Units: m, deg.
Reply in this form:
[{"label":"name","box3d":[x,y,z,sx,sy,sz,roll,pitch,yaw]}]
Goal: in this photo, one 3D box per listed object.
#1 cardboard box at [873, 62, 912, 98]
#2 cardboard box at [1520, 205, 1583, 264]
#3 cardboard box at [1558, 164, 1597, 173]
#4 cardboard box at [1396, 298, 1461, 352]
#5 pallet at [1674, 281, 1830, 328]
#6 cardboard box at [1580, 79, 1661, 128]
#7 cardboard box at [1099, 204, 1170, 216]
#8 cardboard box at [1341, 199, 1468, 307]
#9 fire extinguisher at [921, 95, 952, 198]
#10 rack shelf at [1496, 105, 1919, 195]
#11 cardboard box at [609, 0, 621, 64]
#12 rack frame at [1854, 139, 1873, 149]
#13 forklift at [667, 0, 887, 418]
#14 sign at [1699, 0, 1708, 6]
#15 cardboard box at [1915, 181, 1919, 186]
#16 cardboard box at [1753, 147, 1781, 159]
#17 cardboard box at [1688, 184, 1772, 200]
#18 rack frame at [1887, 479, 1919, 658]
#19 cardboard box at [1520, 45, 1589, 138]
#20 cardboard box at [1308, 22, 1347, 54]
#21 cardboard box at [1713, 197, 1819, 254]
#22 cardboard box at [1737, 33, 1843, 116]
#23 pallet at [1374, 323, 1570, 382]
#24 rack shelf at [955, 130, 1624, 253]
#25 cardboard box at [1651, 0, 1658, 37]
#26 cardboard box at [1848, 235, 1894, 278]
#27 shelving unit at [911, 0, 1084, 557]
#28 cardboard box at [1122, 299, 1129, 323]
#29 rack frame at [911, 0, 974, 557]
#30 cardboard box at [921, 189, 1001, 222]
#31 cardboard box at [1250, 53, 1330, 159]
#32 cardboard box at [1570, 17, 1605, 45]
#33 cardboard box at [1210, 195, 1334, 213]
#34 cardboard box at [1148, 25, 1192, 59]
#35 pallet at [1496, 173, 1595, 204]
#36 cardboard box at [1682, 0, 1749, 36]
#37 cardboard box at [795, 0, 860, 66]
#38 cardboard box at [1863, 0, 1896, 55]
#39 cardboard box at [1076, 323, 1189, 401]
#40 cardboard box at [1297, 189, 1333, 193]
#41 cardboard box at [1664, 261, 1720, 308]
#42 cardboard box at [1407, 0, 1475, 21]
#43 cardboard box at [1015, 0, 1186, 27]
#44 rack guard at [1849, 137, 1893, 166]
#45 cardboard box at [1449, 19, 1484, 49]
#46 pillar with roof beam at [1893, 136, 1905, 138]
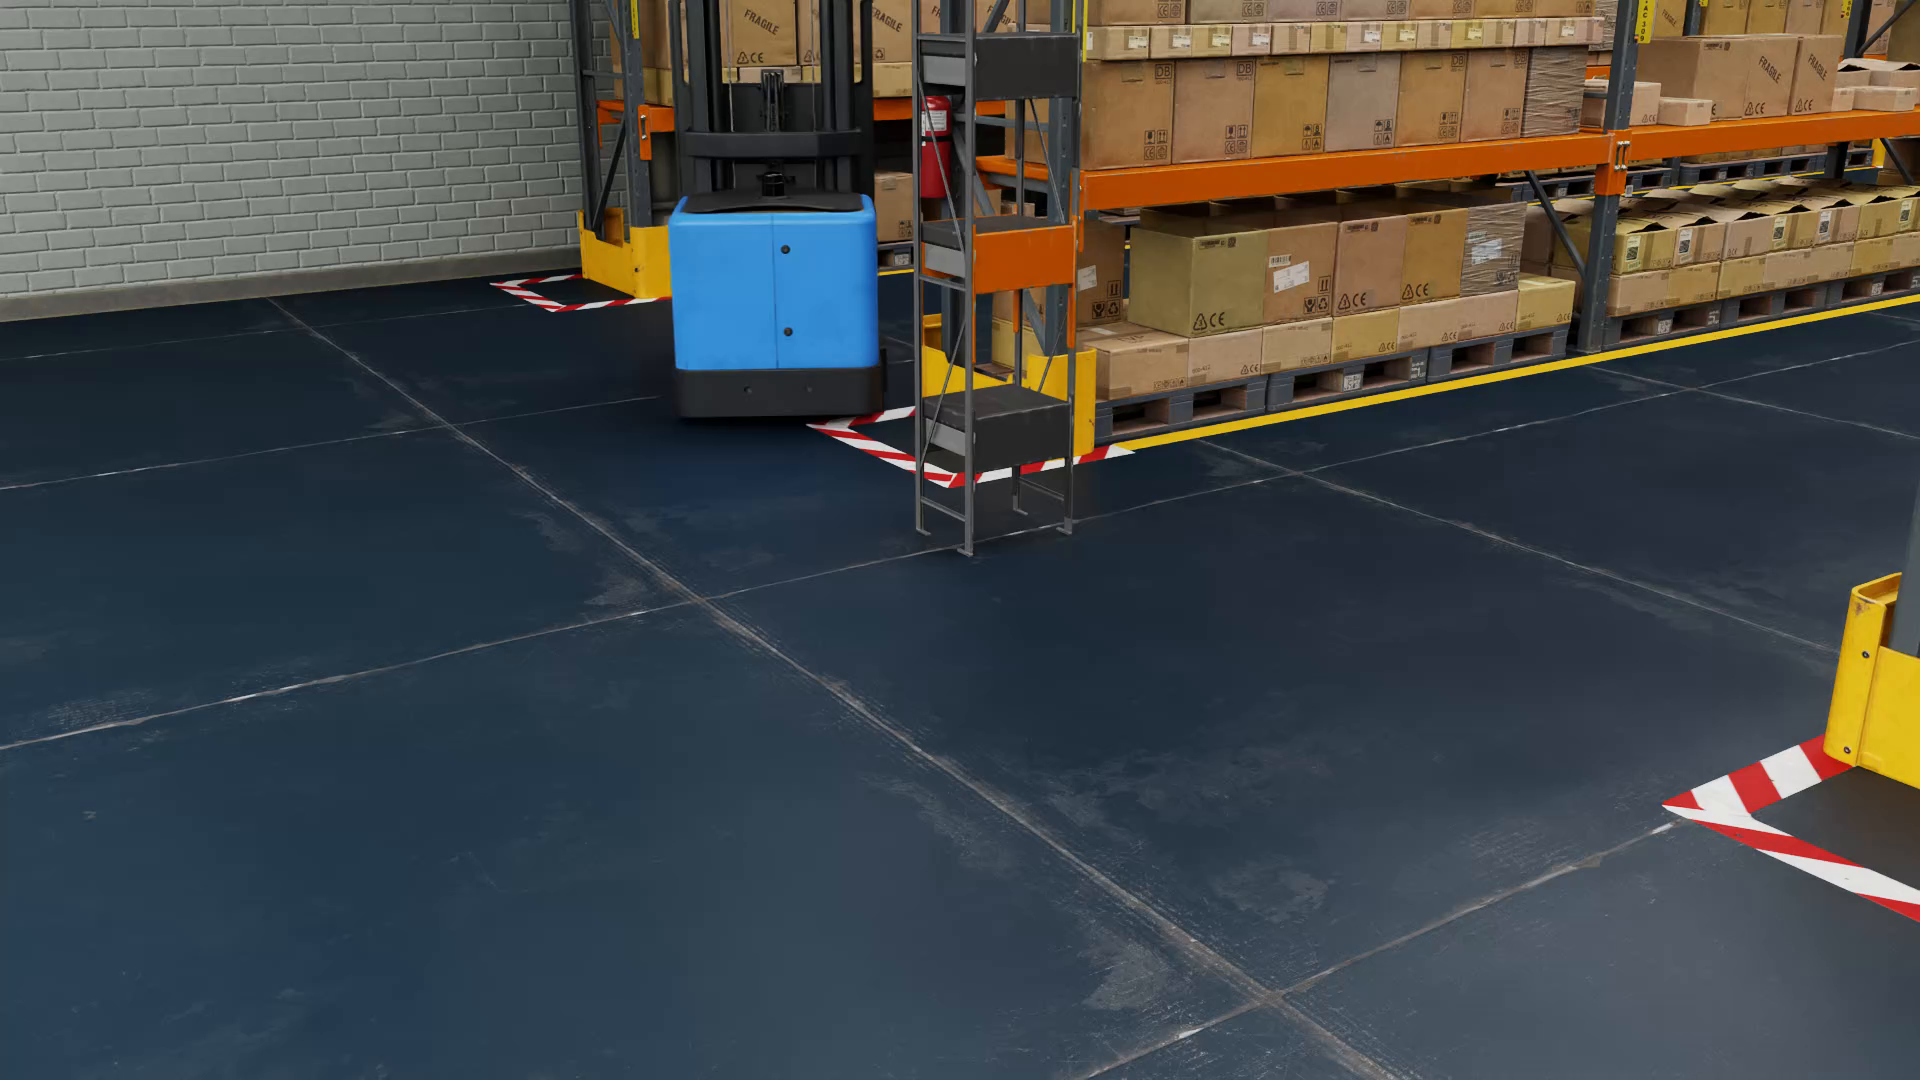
[{"label":"cardboard box","box3d":[-0.642,-3.509,12.643,0.500,0.250,0.500,-12,22,-31]},{"label":"cardboard box","box3d":[3.747,-1.988,10.703,0.500,0.311,0.500,-12,22,-31]},{"label":"cardboard box","box3d":[6.308,-4.285,17.437,0.750,0.750,0.750,-11,22,-30]},{"label":"cardboard box","box3d":[2.467,-1.257,9.416,0.500,0.250,0.500,-12,22,-31]},{"label":"pallet","box3d":[5.180,-1.713,11.483,1.213,0.211,1.003,-12,22,-31]},{"label":"cardboard box","box3d":[3.953,-2.705,10.297,0.500,0.250,0.500,-10,21,-28]},{"label":"cardboard box","box3d":[1.444,-3.160,14.626,0.500,0.500,0.700,-11,22,-30]},{"label":"cardboard box","box3d":[2.460,-1.615,9.306,0.500,0.500,0.500,-12,22,-31]},{"label":"fire extinguisher","box3d":[-0.129,-2.040,8.216,0.183,0.674,0.296,-12,22,-31]},{"label":"rack shelf","box3d":[5.237,-2.689,11.139,4.000,0.370,1.077,-12,22,-31]},{"label":"cardboard box","box3d":[-2.225,-3.731,12.130,0.500,0.500,0.500,-12,22,-32]},{"label":"rack frame","box3d":[10.861,-6.116,20.151,0.127,3.000,1.000,-12,22,-31]},{"label":"forklift","box3d":[-1.039,-2.426,9.345,1.130,2.935,3.031,-2,19,-5]},{"label":"sign","box3d":[7.827,-5.779,17.470,0.005,0.325,0.100,-12,22,-31]},{"label":"cardboard box","box3d":[7.444,-2.410,12.407,0.500,0.500,0.500,-11,22,-29]},{"label":"cardboard box","box3d":[9.052,-4.708,19.234,0.500,0.500,0.700,-11,22,-30]},{"label":"cardboard box","box3d":[5.447,-2.347,11.764,0.500,0.311,0.500,-13,22,-33]},{"label":"rack frame","box3d":[2.947,-0.648,3.977,0.127,3.000,1.000,-12,22,-31]},{"label":"cardboard box","box3d":[3.199,-2.645,9.730,0.500,0.500,0.700,-13,22,-33]},{"label":"cardboard box","box3d":[1.746,-2.567,8.485,0.250,0.149,0.380,-12,22,-32]},{"label":"cardboard box","box3d":[5.332,-2.117,11.085,0.500,0.311,0.500,-11,22,-30]},{"label":"cardboard box","box3d":[5.514,-3.130,11.163,0.500,0.500,0.500,-13,23,-34]},{"label":"pallet","box3d":[2.879,-1.228,10.047,1.213,0.211,1.003,-12,22,-31]},{"label":"rack shelf","box3d":[1.896,-1.985,9.055,4.000,0.370,1.077,-12,22,-31]},{"label":"cardboard box","box3d":[6.853,-5.368,17.287,0.500,0.500,0.500,-12,22,-31]},{"label":"cardboard box","box3d":[6.173,-2.029,11.701,0.500,0.250,0.500,-12,22,-32]},{"label":"shelving unit","box3d":[0.138,-1.024,6.495,0.503,2.100,0.431,-12,22,-31]},{"label":"cardboard box","box3d":[0.922,-1.134,9.054,0.500,0.250,0.500,-12,22,-31]},{"label":"rack frame","box3d":[-0.066,-0.981,6.368,0.015,2.100,0.400,-12,22,-31]},{"label":"cardboard box","box3d":[-0.006,-2.833,13.657,0.500,0.500,0.500,-14,23,-35]},{"label":"cardboard box","box3d":[1.476,-2.279,8.646,0.500,0.500,0.700,-12,22,-31]},{"label":"cardboard box","box3d":[3.457,-2.927,9.551,0.250,0.149,0.380,-12,22,-31]},{"label":"cardboard box","box3d":[1.755,-1.667,9.458,0.500,0.500,0.500,-12,22,-31]},{"label":"cardboard box","box3d":[0.891,-2.387,7.952,0.250,0.149,0.380,-13,22,-33]},{"label":"pallet","box3d":[5.897,-3.718,17.413,1.213,0.211,1.003,-12,22,-31]},{"label":"cardboard box","box3d":[7.982,-5.645,18.289,0.700,0.700,0.980,-12,22,-31]},{"label":"cardboard box","box3d":[-1.085,-3.769,12.241,0.500,0.500,0.500,-13,22,-33]},{"label":"cardboard box","box3d":[10.440,-6.165,19.830,0.700,0.700,0.980,-11,21,-29]},{"label":"cardboard box","box3d":[0.796,-0.905,8.374,0.500,0.250,0.500,-12,22,-31]},{"label":"cardboard box","box3d":[3.113,-3.531,15.720,0.500,0.500,0.700,-12,22,-31]},{"label":"cardboard box","box3d":[4.467,-1.669,10.634,0.500,0.250,0.500,-11,22,-30]},{"label":"cardboard box","box3d":[2.359,-3.082,8.997,0.500,0.500,0.700,-12,22,-31]},{"label":"cardboard box","box3d":[0.667,-2.723,7.935,0.500,0.500,0.700,-12,22,-31]},{"label":"rack guard","box3d":[10.881,-4.936,20.564,0.348,0.500,1.175,-12,22,-31]},{"label":"cardboard box","box3d":[2.606,-2.748,9.022,0.250,0.149,0.380,-12,22,-32]},{"label":"pillar with roof beam","box3d":[15.008,-8.513,17.876,0.400,9.000,9.100,-12,22,-31]}]
